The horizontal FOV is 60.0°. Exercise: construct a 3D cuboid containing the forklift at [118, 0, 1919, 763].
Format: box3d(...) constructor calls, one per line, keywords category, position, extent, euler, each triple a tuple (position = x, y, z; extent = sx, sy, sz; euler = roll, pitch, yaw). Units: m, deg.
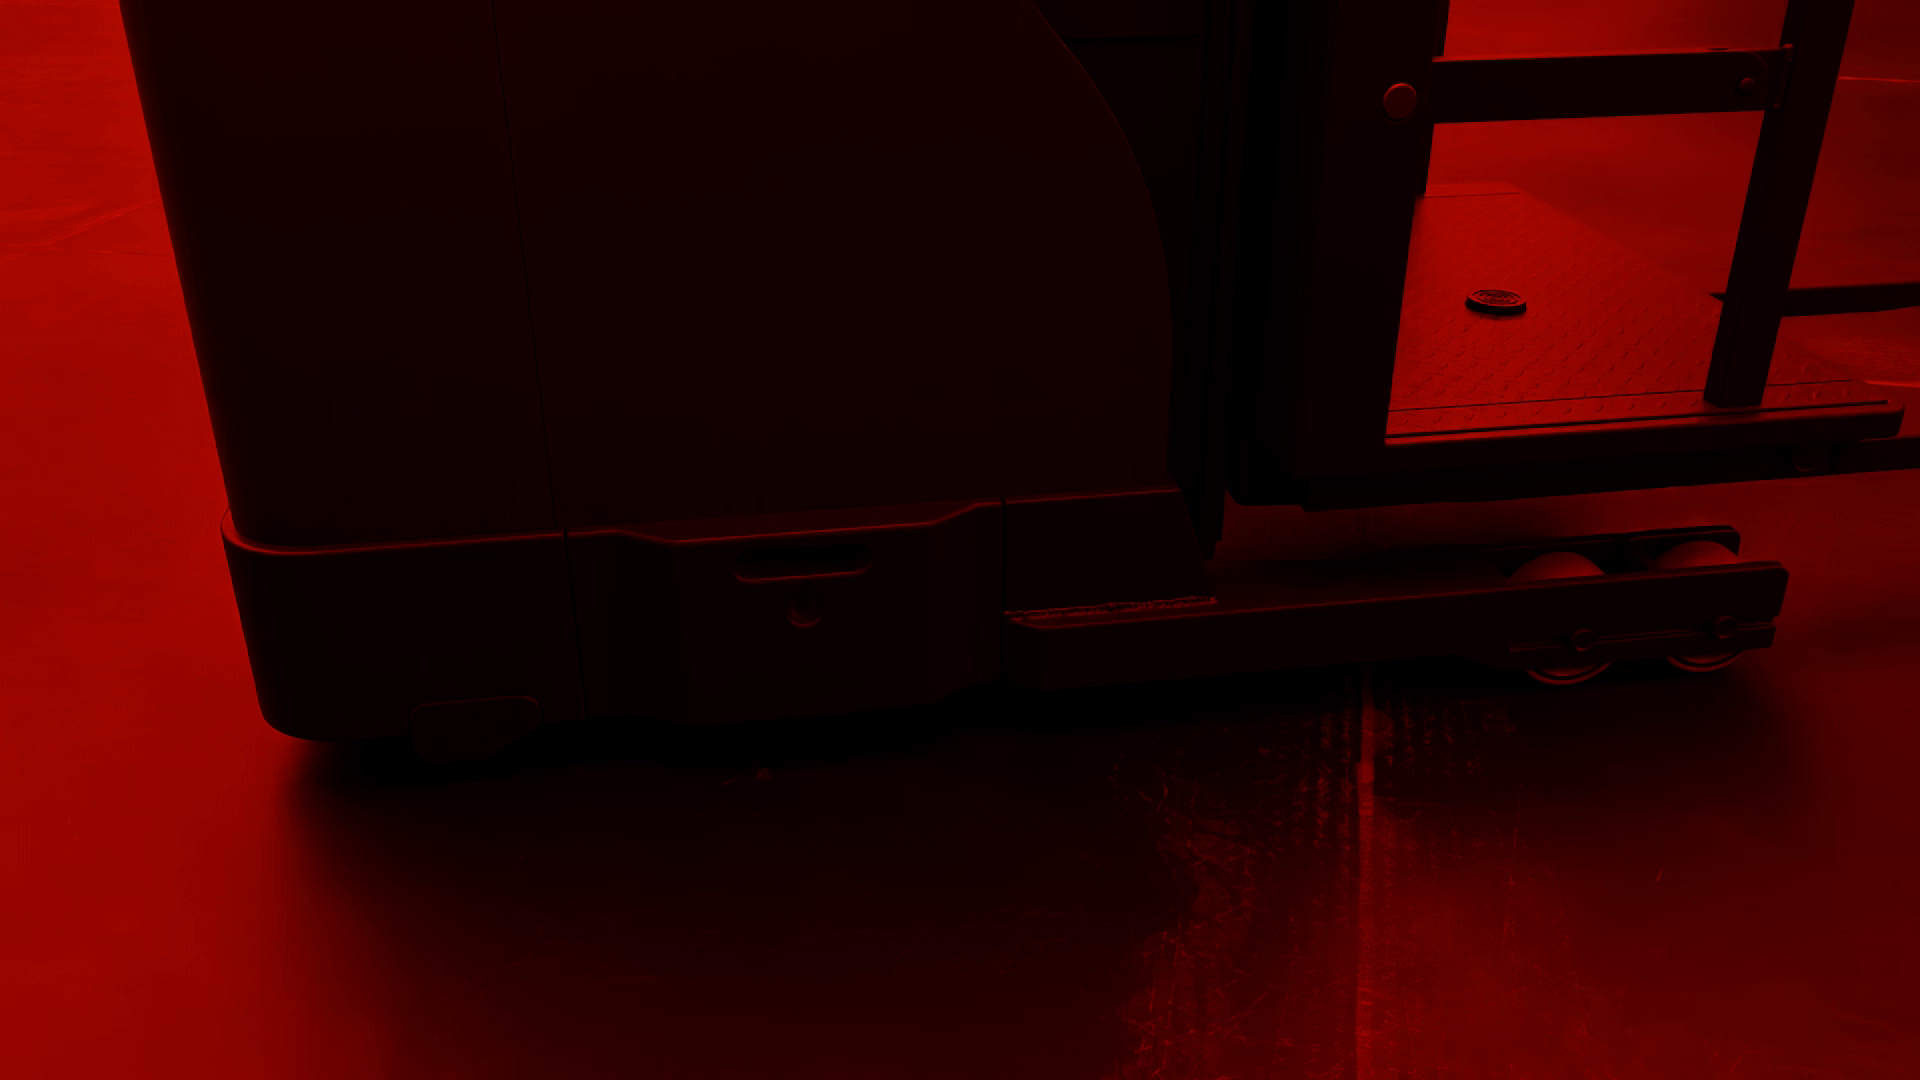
box3d(category="forklift", position=(0.600, -1.354, 1.930), extent=(3.031, 2.935, 1.130), euler=(-4, 27, -9))
